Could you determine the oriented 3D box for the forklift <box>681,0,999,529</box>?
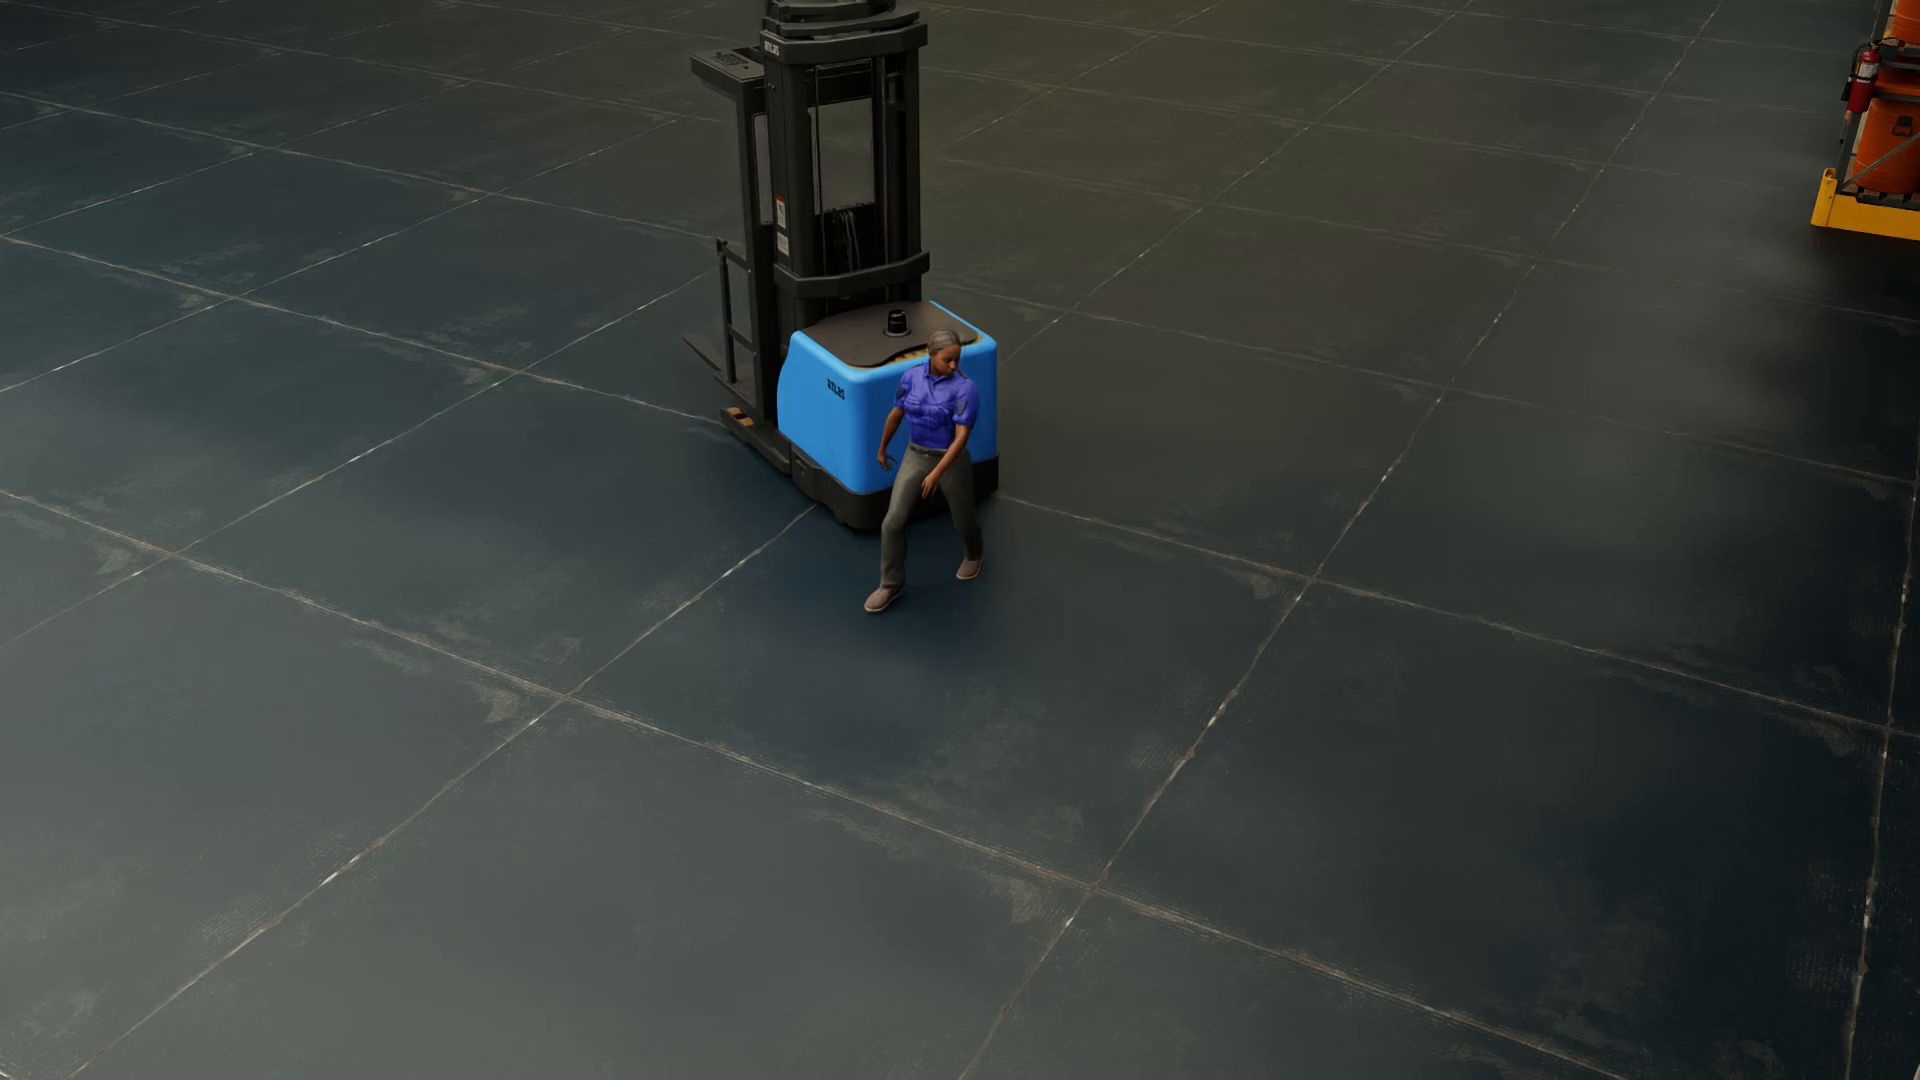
[{"bbox_3d":[-0.962,-2.031,10.590,1.130,2.935,3.031,-17,34,-27],"label":"forklift"}]

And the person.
[{"bbox_3d":[-0.197,-0.415,9.163,0.618,1.573,0.796,9,31,15],"label":"person"}]
